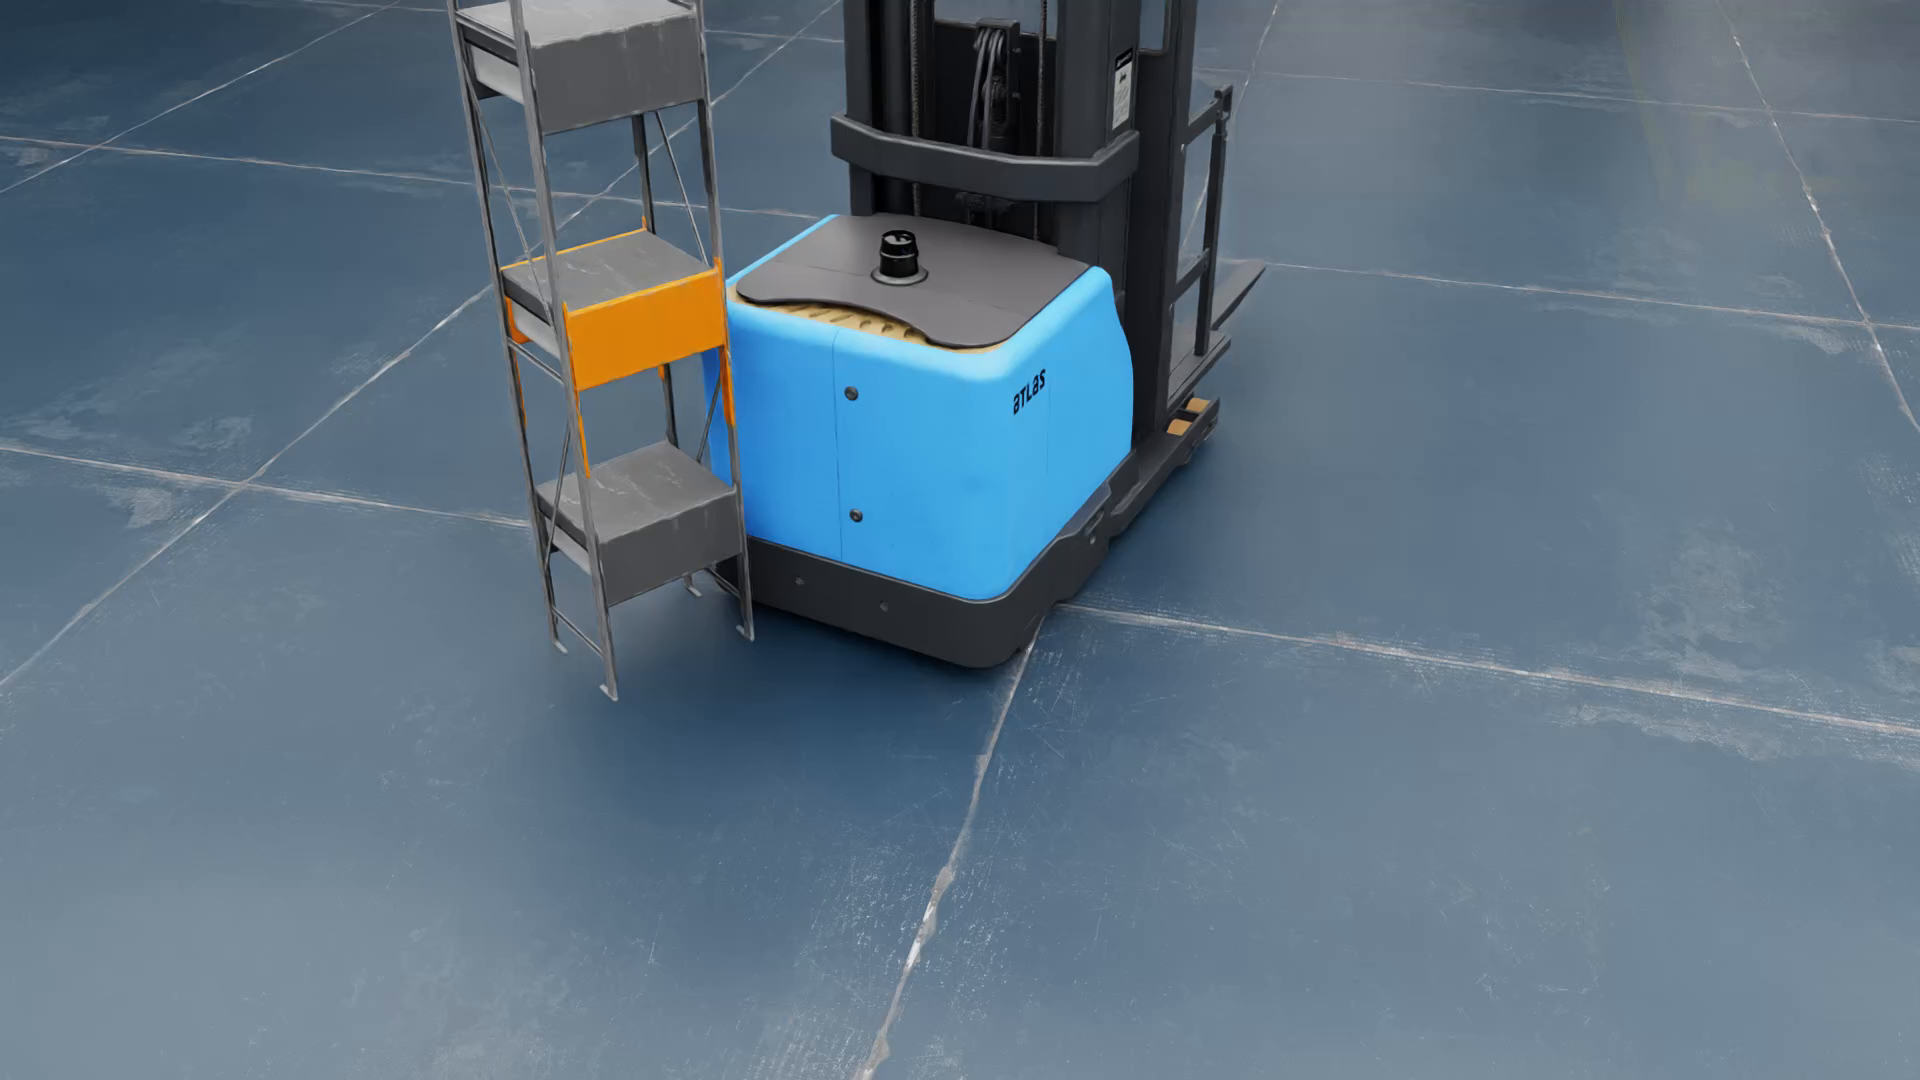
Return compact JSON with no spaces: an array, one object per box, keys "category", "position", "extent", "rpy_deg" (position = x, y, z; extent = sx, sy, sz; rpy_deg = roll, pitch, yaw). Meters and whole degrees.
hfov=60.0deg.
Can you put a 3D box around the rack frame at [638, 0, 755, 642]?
[{"category":"rack frame","position":[-0.781,-0.649,4.814],"extent":[0.015,2.100,0.400],"rpy_deg":[-24,39,-32]}]

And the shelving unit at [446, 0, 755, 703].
[{"category":"shelving unit","position":[-0.969,-0.566,4.683],"extent":[0.503,2.100,0.431],"rpy_deg":[-24,39,-32]}]

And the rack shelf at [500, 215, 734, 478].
[{"category":"rack shelf","position":[-0.969,-0.555,4.691],"extent":[0.480,0.518,0.431],"rpy_deg":[-24,39,-32]}]

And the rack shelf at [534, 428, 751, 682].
[{"category":"rack shelf","position":[-0.969,0.036,5.066],"extent":[0.480,0.518,0.431],"rpy_deg":[-24,39,-32]}]

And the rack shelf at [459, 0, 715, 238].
[{"category":"rack shelf","position":[-0.969,-1.145,4.315],"extent":[0.480,0.518,0.431],"rpy_deg":[-24,39,-32]}]

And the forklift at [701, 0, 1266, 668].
[{"category":"forklift","position":[0.334,-1.620,5.566],"extent":[1.130,2.935,3.031],"rpy_deg":[16,36,23]}]

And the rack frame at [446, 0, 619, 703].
[{"category":"rack frame","position":[-1.157,-0.483,4.552],"extent":[0.015,2.100,0.400],"rpy_deg":[-24,39,-32]}]
